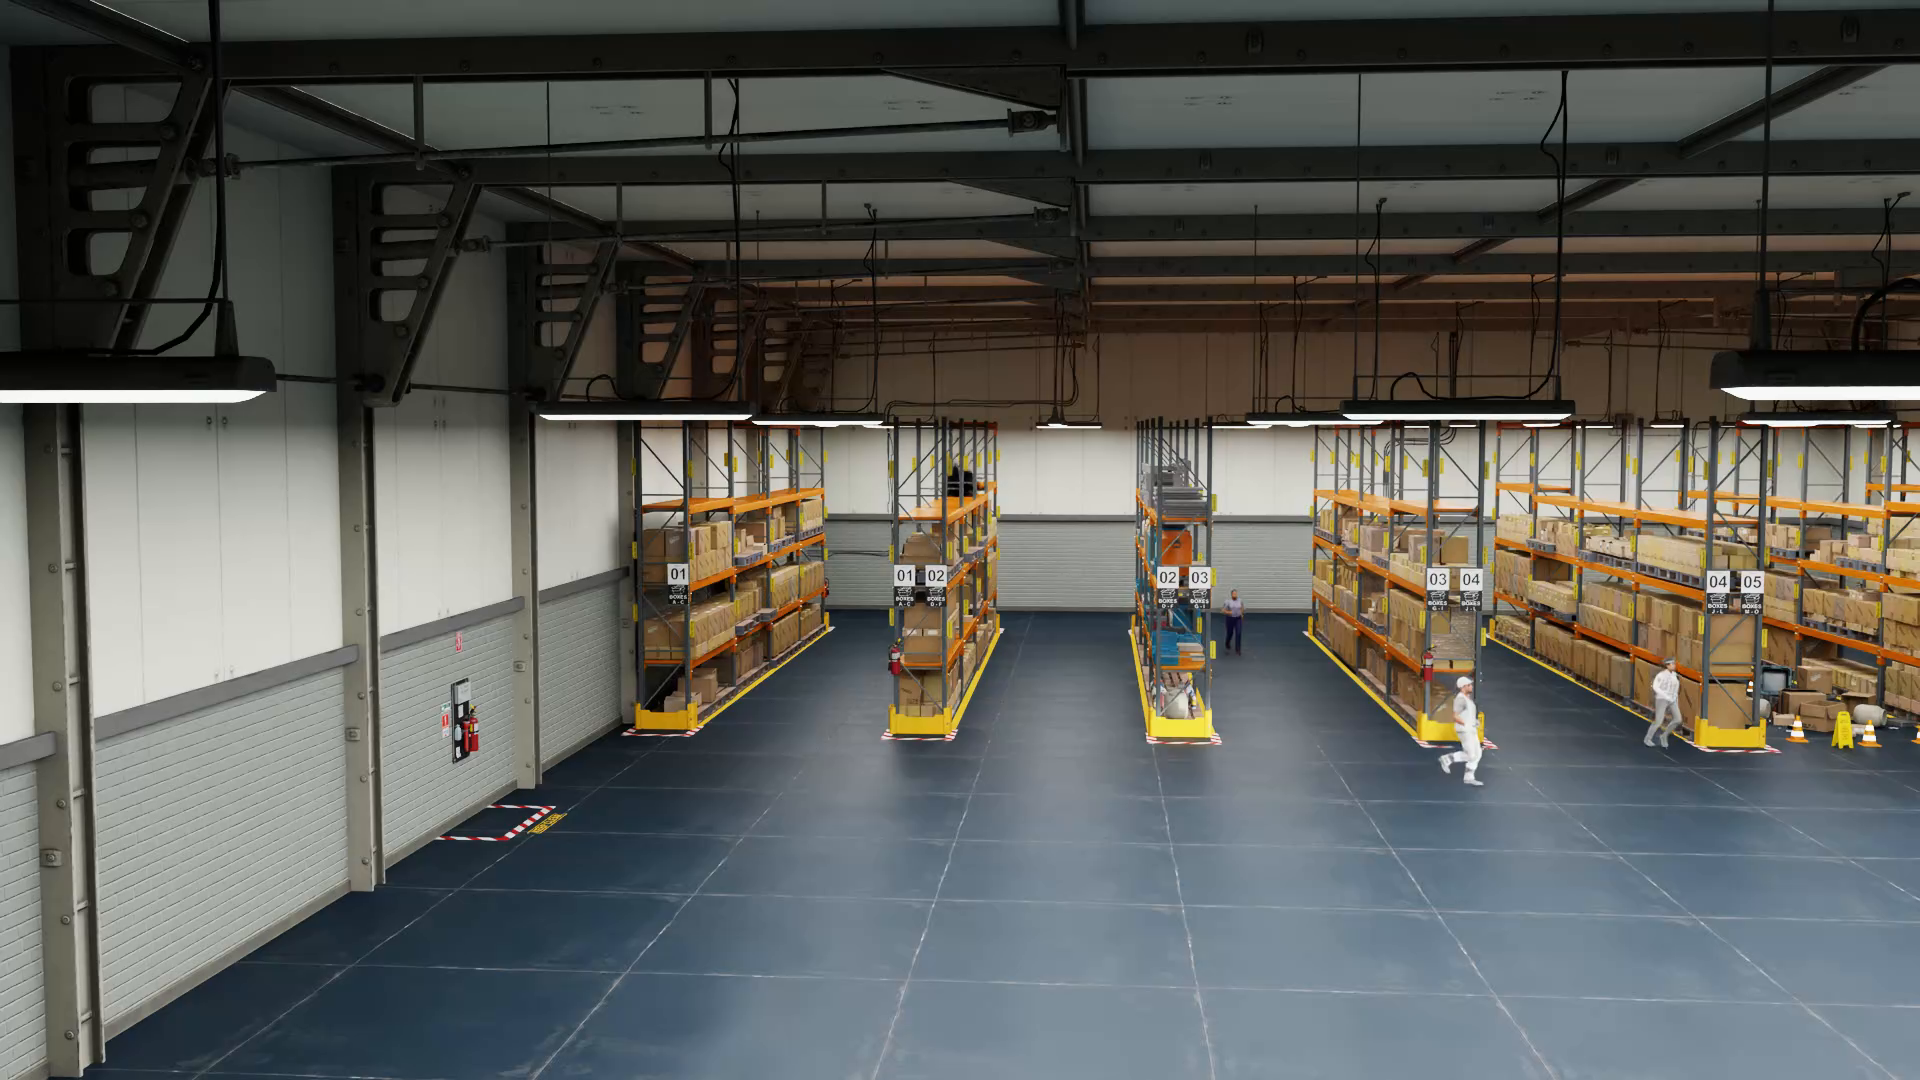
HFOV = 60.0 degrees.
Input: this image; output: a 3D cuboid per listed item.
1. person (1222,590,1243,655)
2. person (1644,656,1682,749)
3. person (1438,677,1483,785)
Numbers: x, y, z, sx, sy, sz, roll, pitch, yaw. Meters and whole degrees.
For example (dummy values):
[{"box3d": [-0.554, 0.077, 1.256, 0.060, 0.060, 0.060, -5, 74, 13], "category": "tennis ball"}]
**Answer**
[{"box3d": [7.045, 2.096, 42.861, 0.608, 1.647, 0.943, 0, 4, -5], "category": "person"}, {"box3d": [12.827, 2.931, 30.137, 0.673, 1.659, 0.612, -1, 4, -21], "category": "person"}, {"box3d": [8.155, 3.091, 26.998, 0.704, 1.749, 0.656, 2, 4, 30], "category": "person"}]
